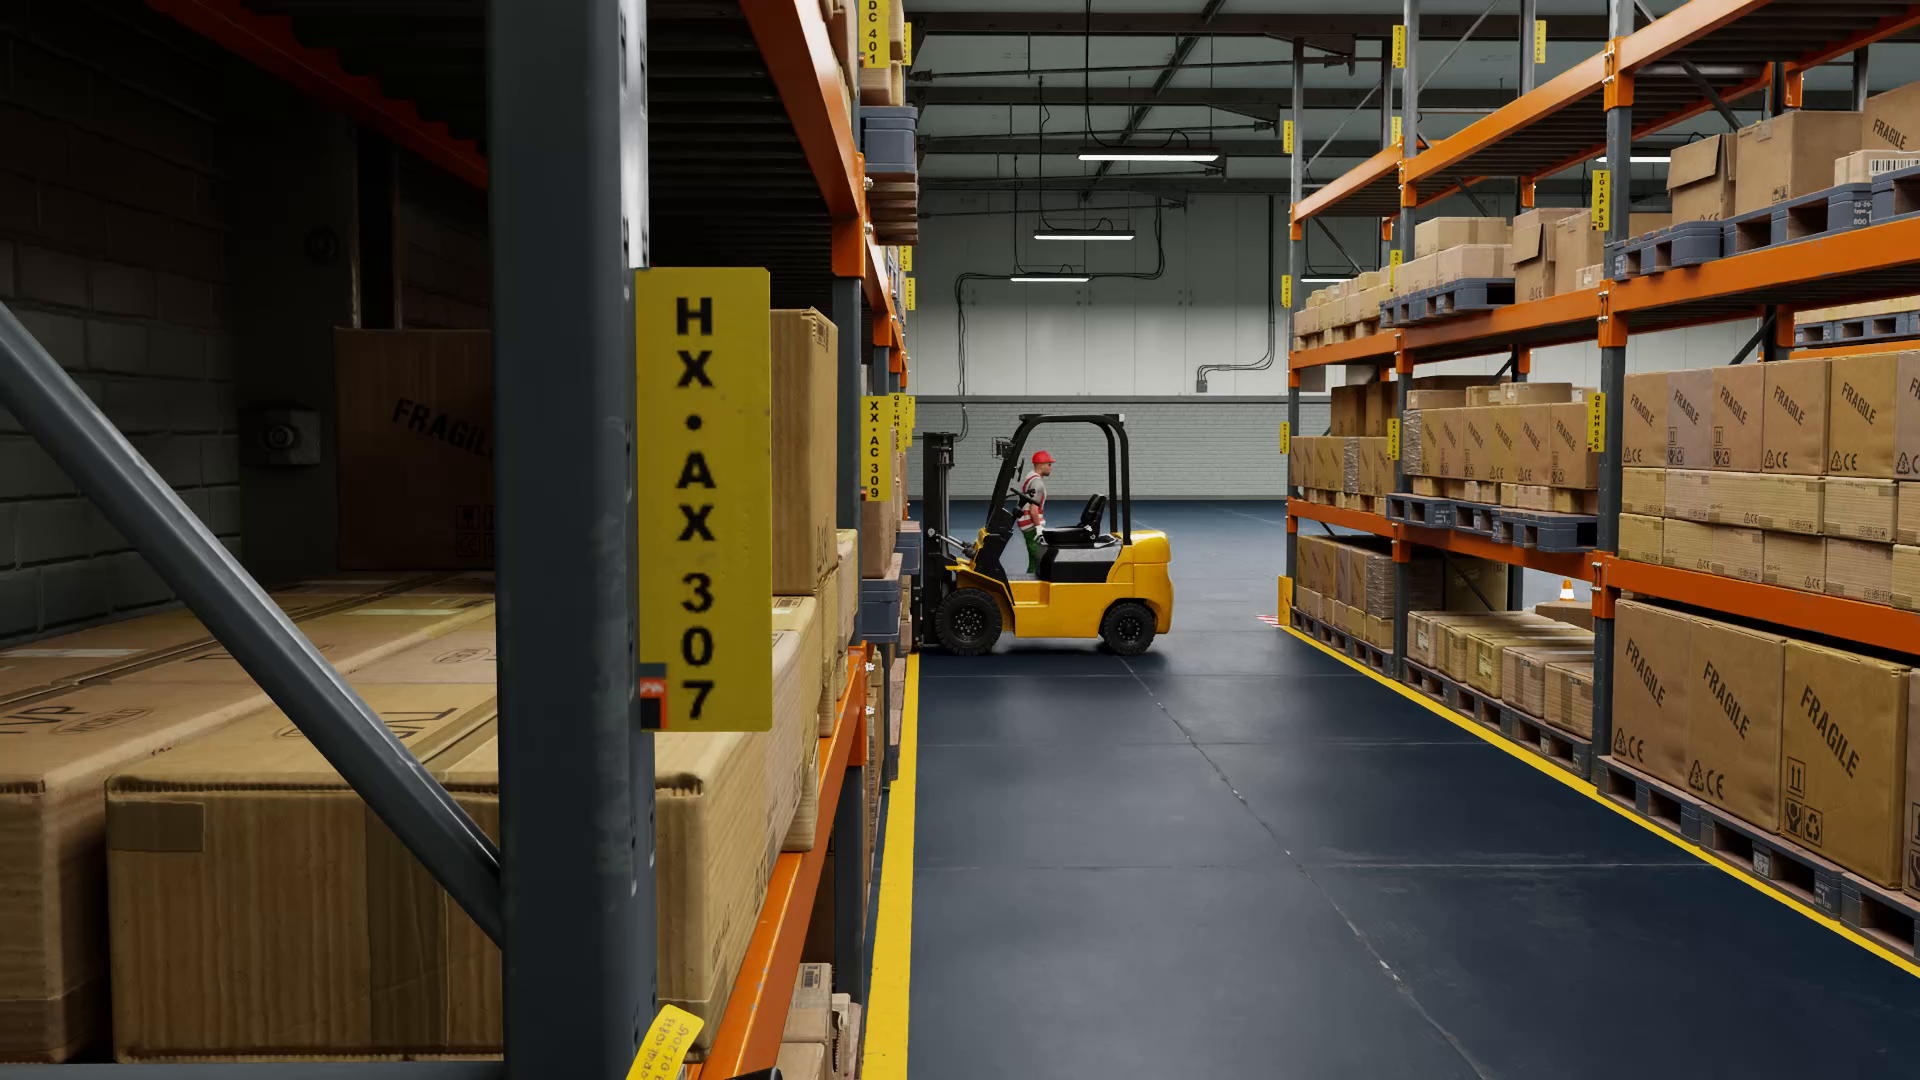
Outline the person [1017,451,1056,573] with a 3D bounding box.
[{"bbox_3d":[0.876,-0.120,18.916,0.449,1.779,0.609,0,4,-1],"label":"person"}]
